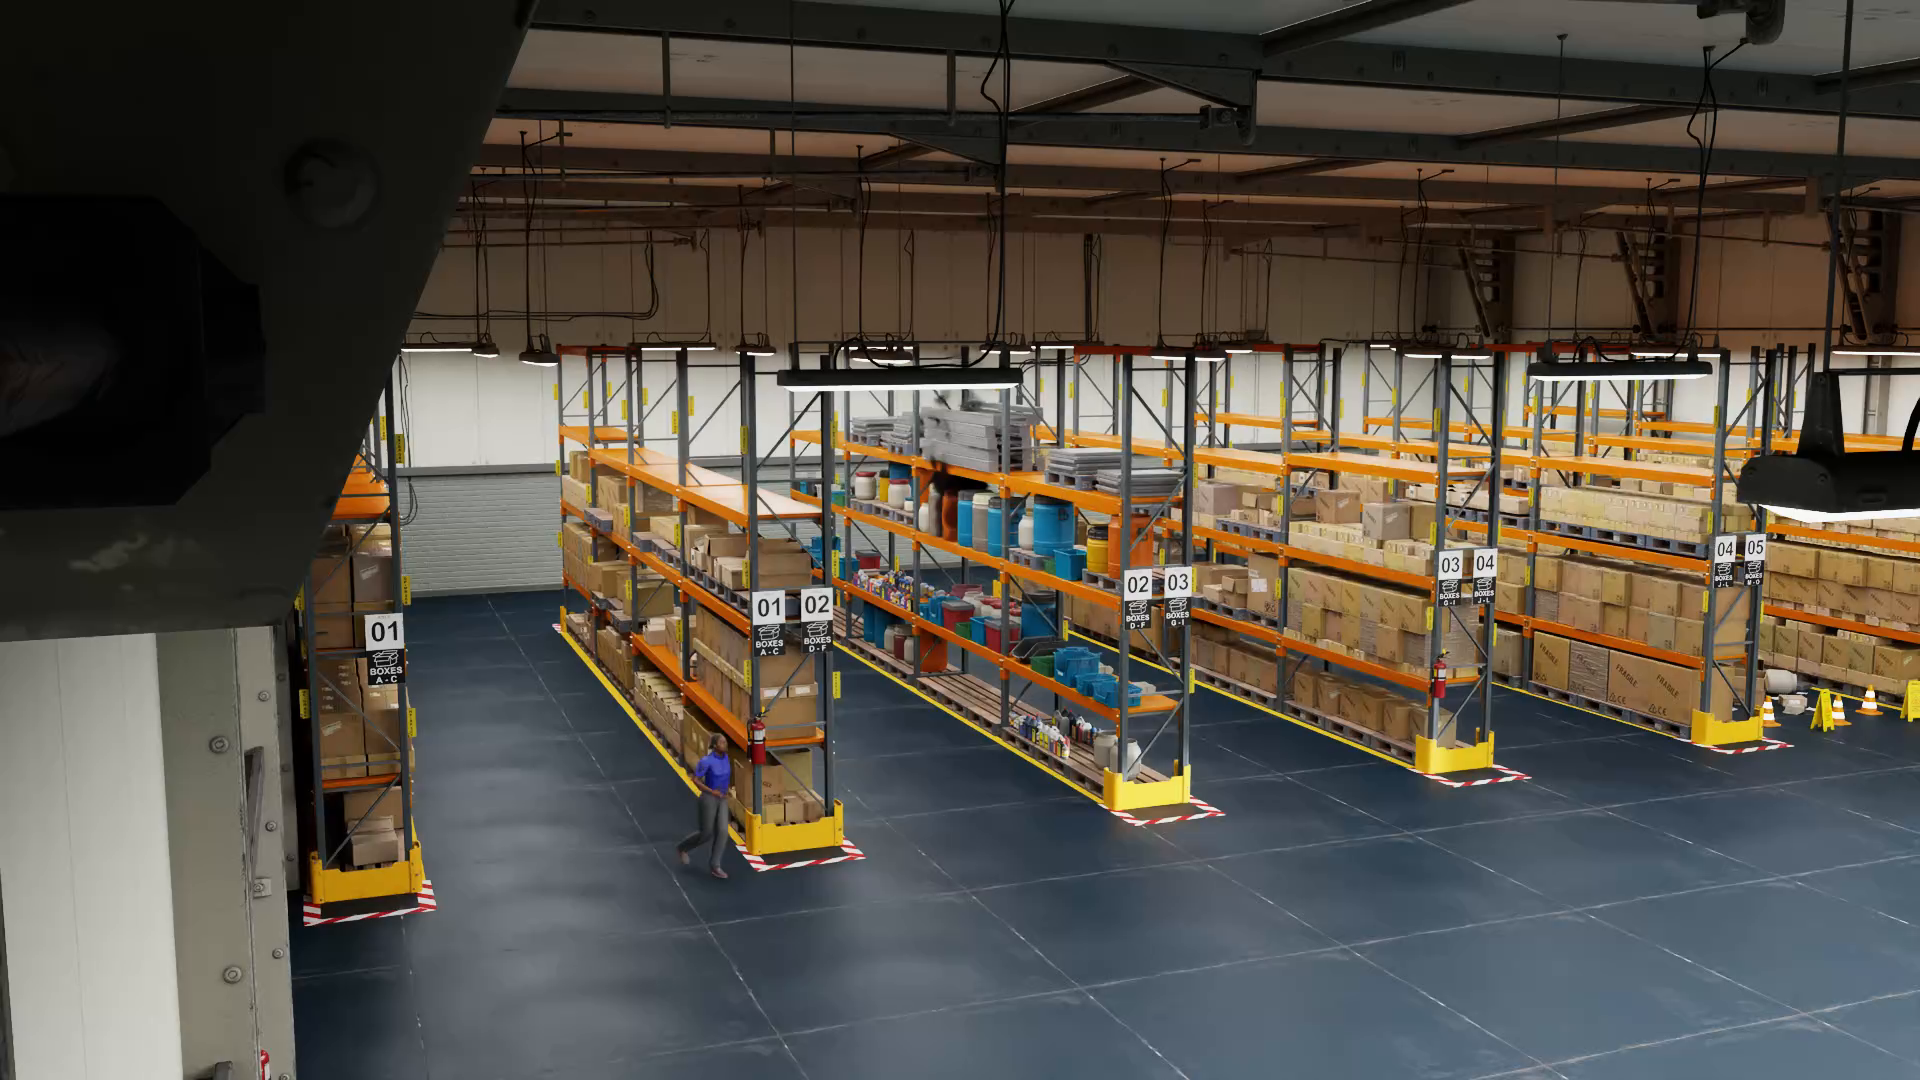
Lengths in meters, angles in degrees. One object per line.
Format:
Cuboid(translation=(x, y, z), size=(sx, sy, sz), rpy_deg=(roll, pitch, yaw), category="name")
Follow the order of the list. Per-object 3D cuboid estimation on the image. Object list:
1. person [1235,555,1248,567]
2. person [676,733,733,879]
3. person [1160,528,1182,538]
Cuboid(translation=(7.077, 0.293, 41.168), size=(0.657, 1.648, 0.678), rpy_deg=(5, 9, 32), category="person")
Cuboid(translation=(-2.890, 3.067, 19.481), size=(0.766, 1.635, 0.607), rpy_deg=(5, 9, 36), category="person")
Cuboid(translation=(5.144, 0.296, 41.045), size=(0.665, 1.722, 0.720), rpy_deg=(-6, 9, -39), category="person")
